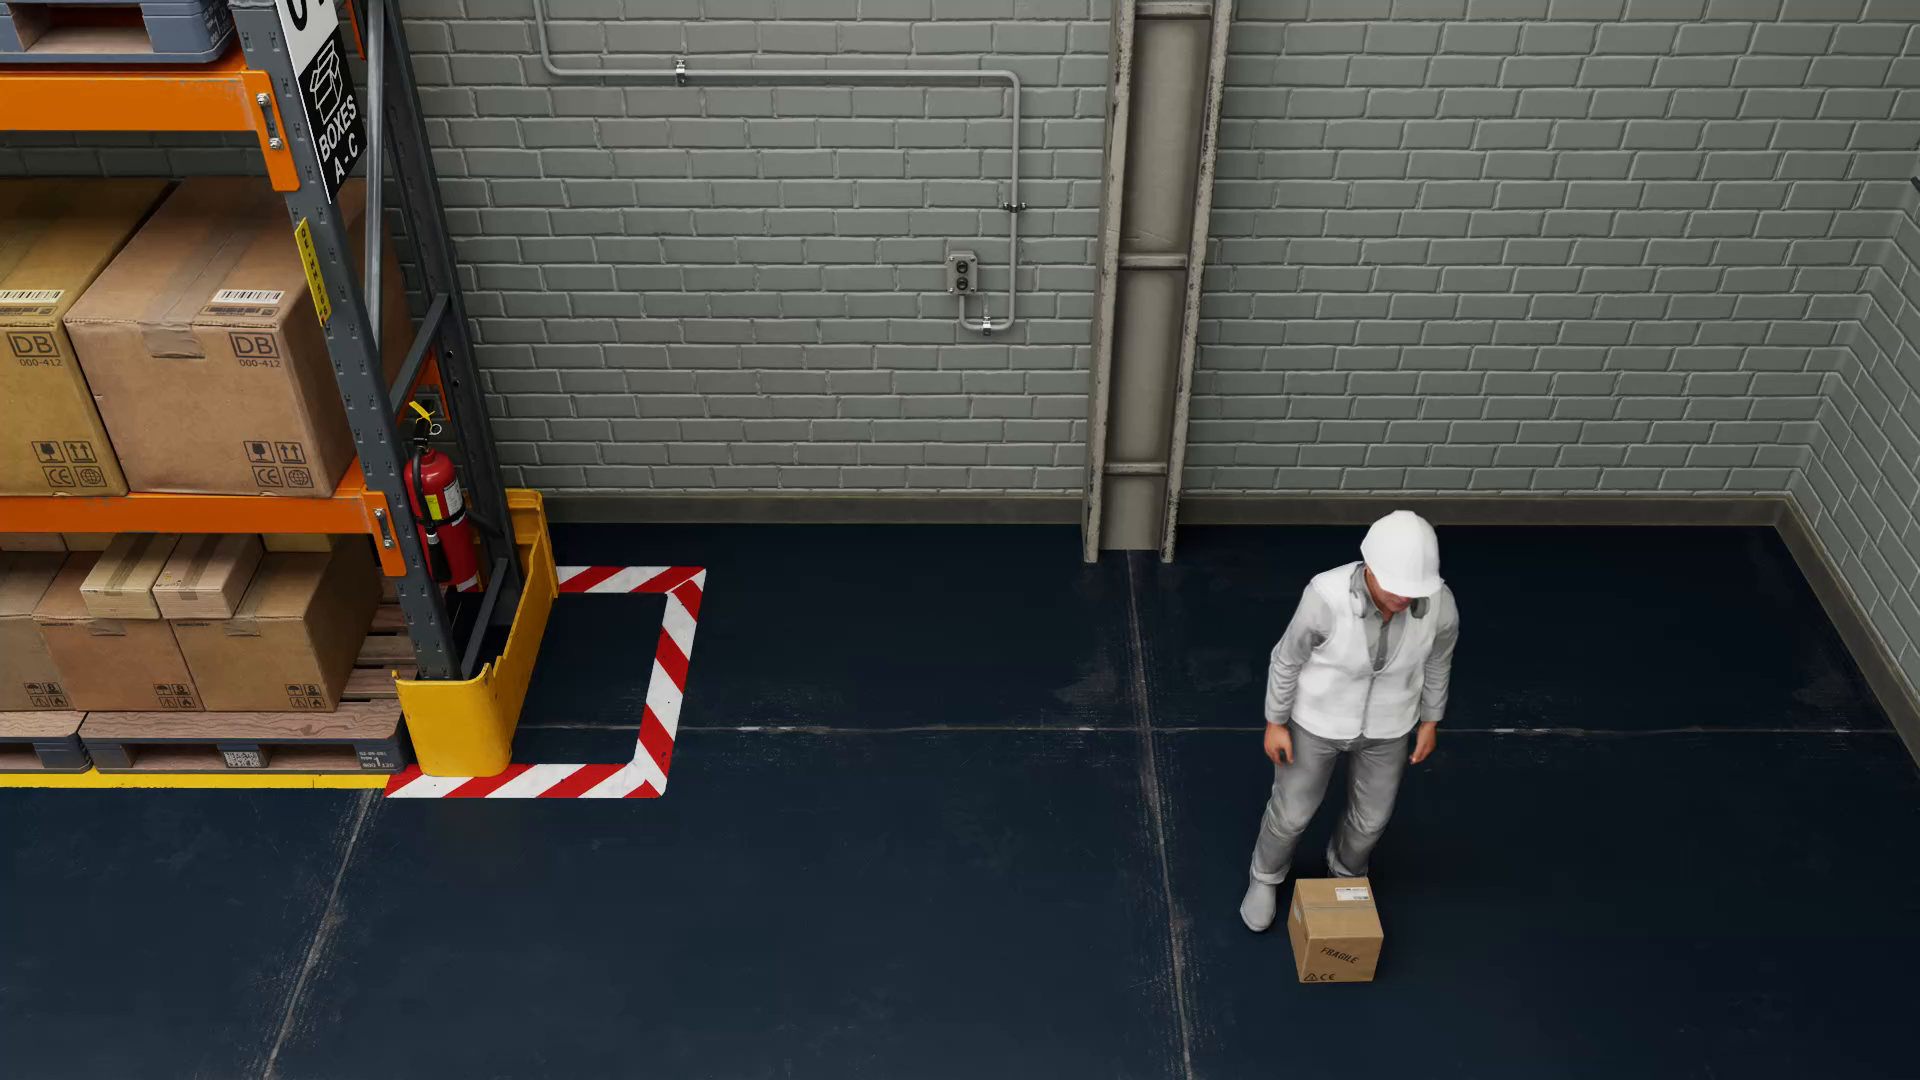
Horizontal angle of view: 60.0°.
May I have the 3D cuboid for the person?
[{"bbox_3d":[1.277,0.589,5.416,0.586,1.771,0.466,-1,39,-1],"label":"person"}]
